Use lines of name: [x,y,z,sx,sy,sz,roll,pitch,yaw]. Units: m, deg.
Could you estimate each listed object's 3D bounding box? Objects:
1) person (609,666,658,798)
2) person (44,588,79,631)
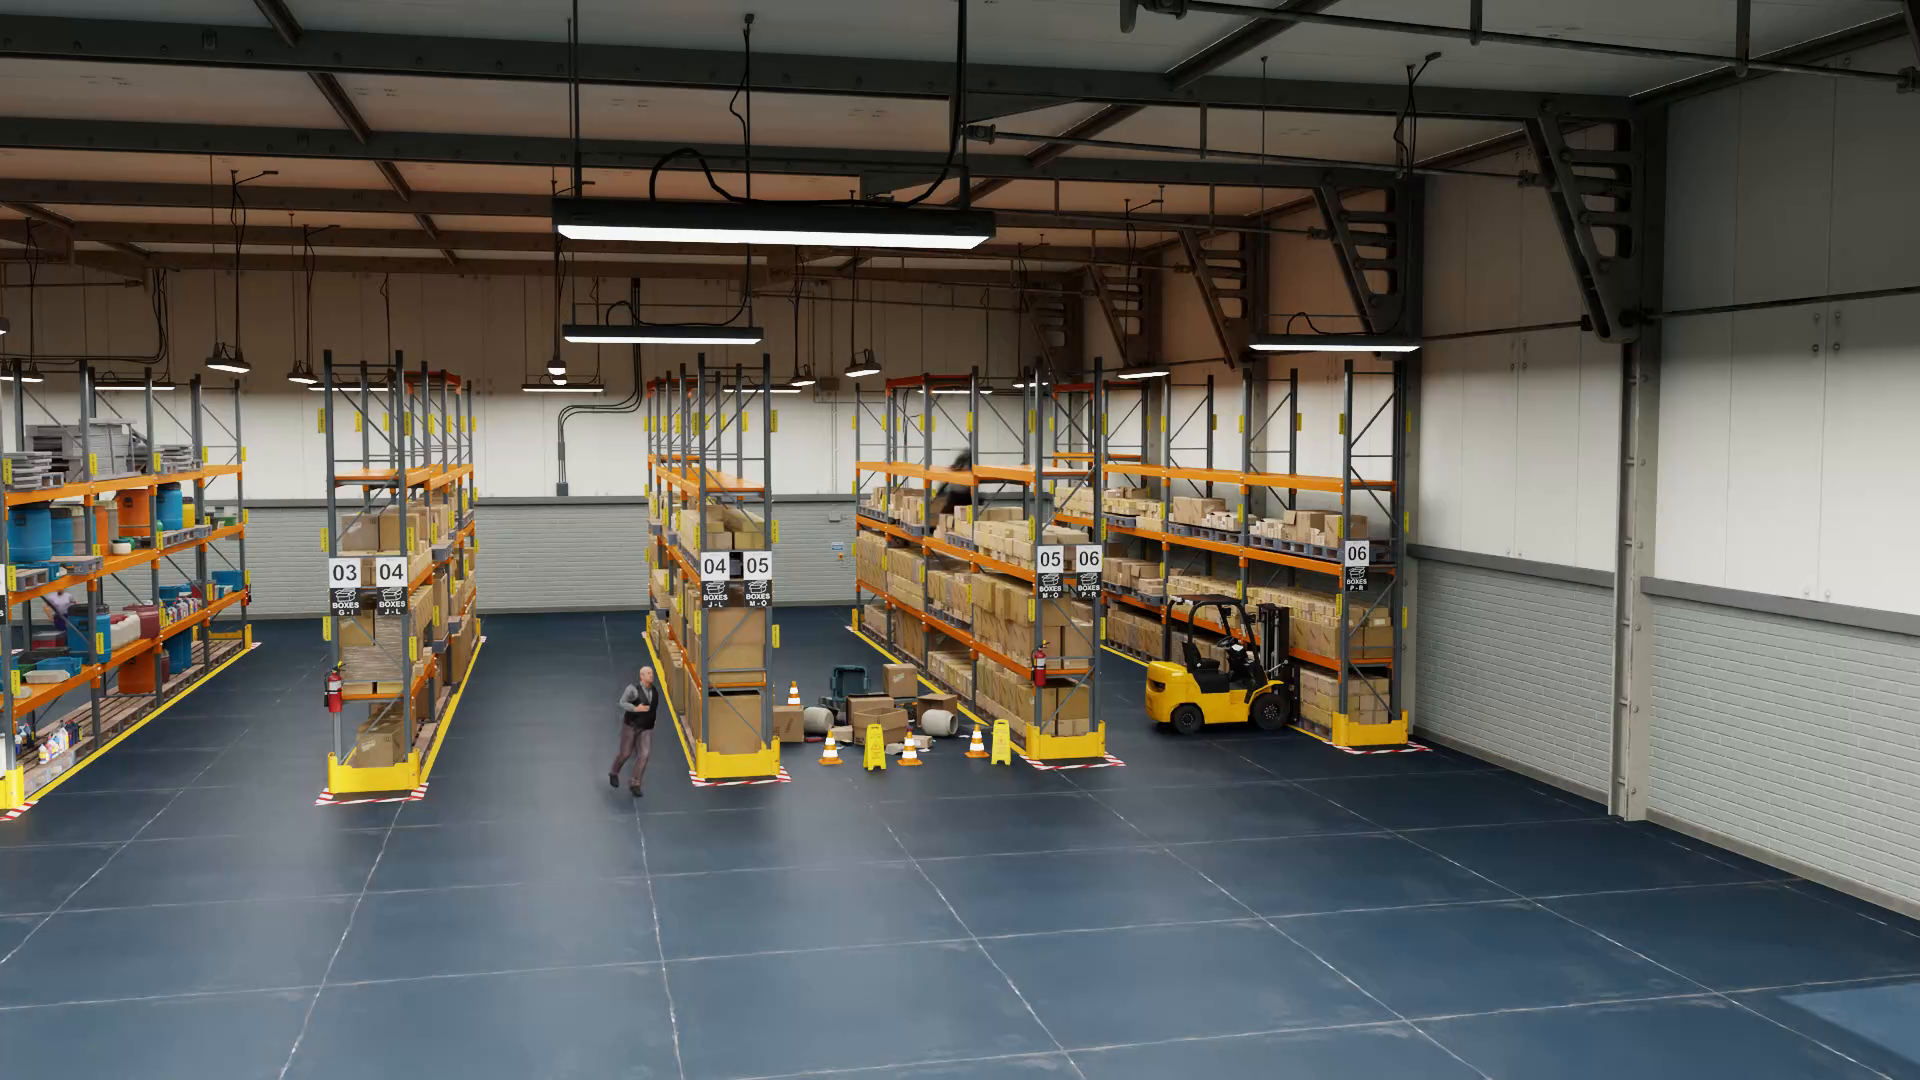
person: [-4.352,2.575,22.680,0.678,1.712,0.897,-3,5,-34]
person: [-19.473,1.714,36.068,0.683,1.593,0.575,-3,5,-36]
